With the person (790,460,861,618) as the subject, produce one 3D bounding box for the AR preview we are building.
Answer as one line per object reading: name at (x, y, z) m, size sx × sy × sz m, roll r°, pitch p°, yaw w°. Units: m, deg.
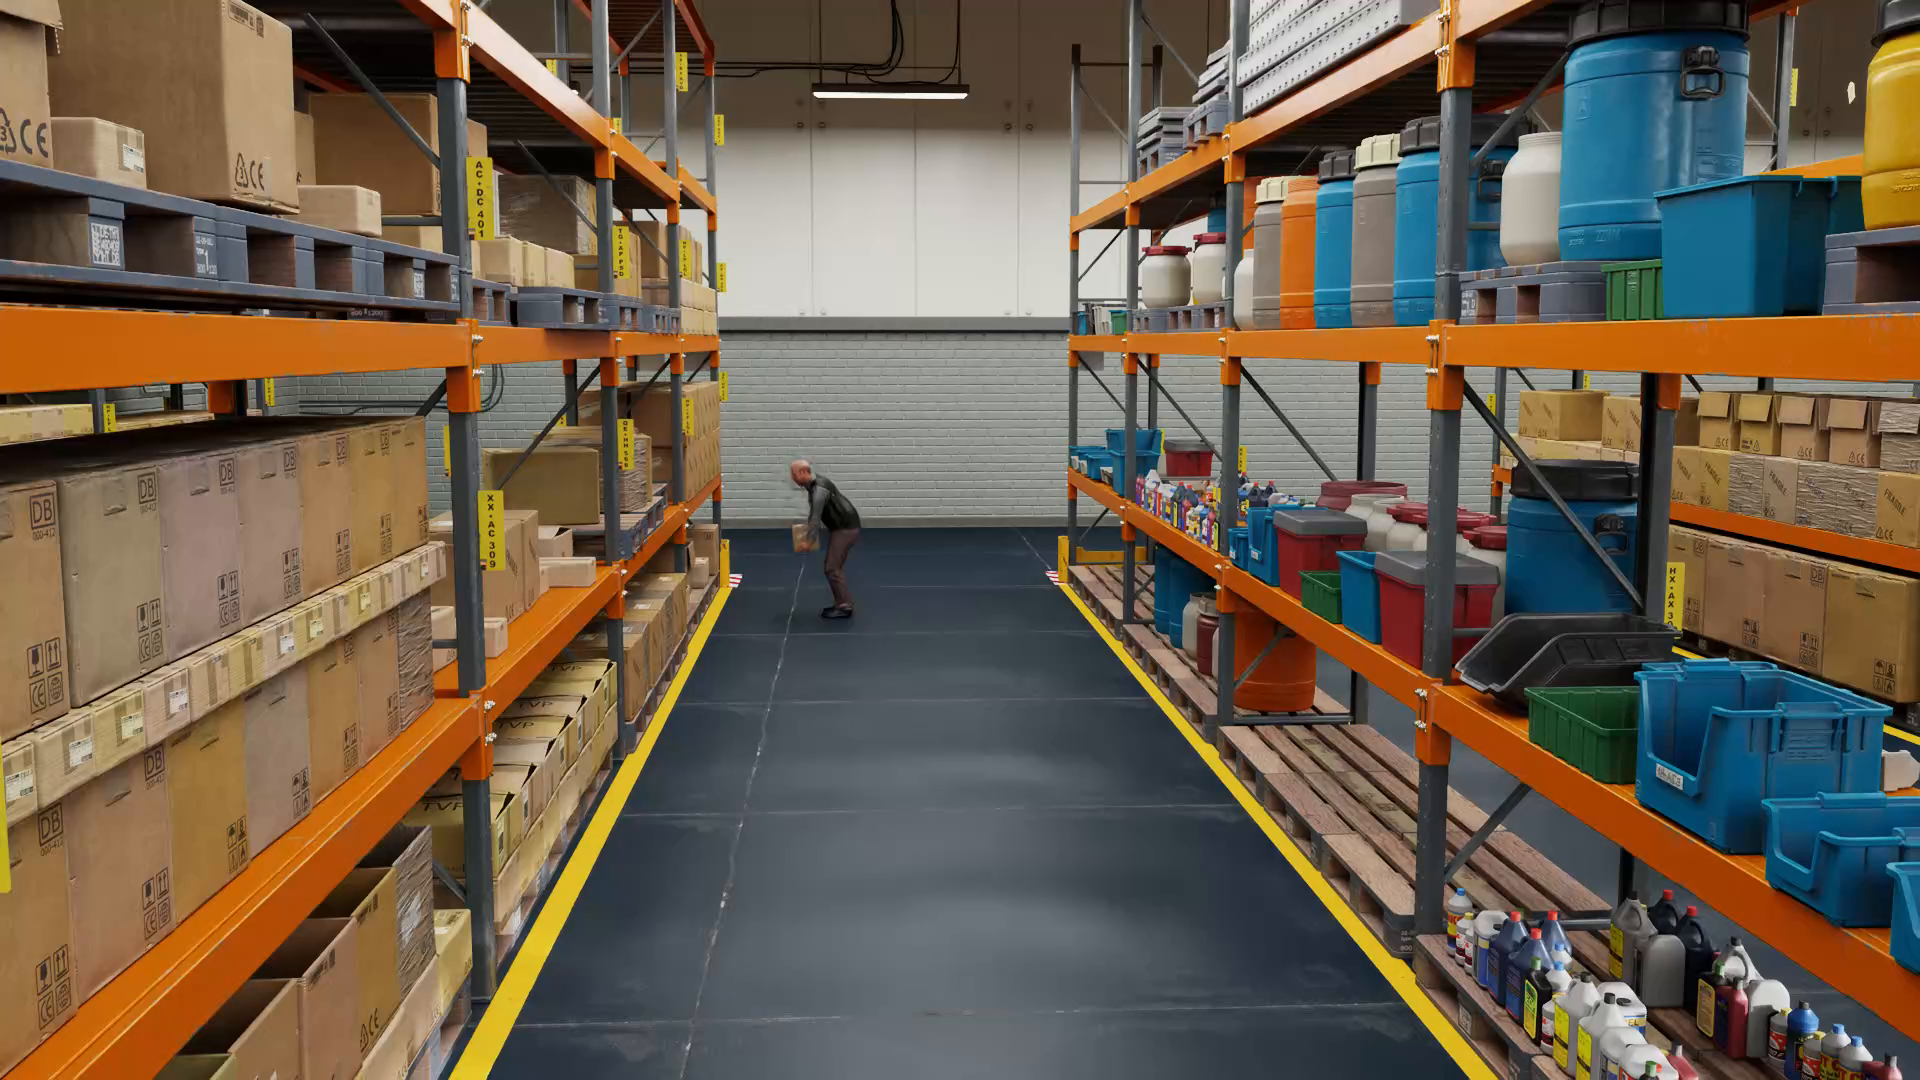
person at (-1.340, -0.020, 16.653) m, size 0.700 × 1.575 × 0.473 m, roll -1°, pitch 7°, yaw -5°
